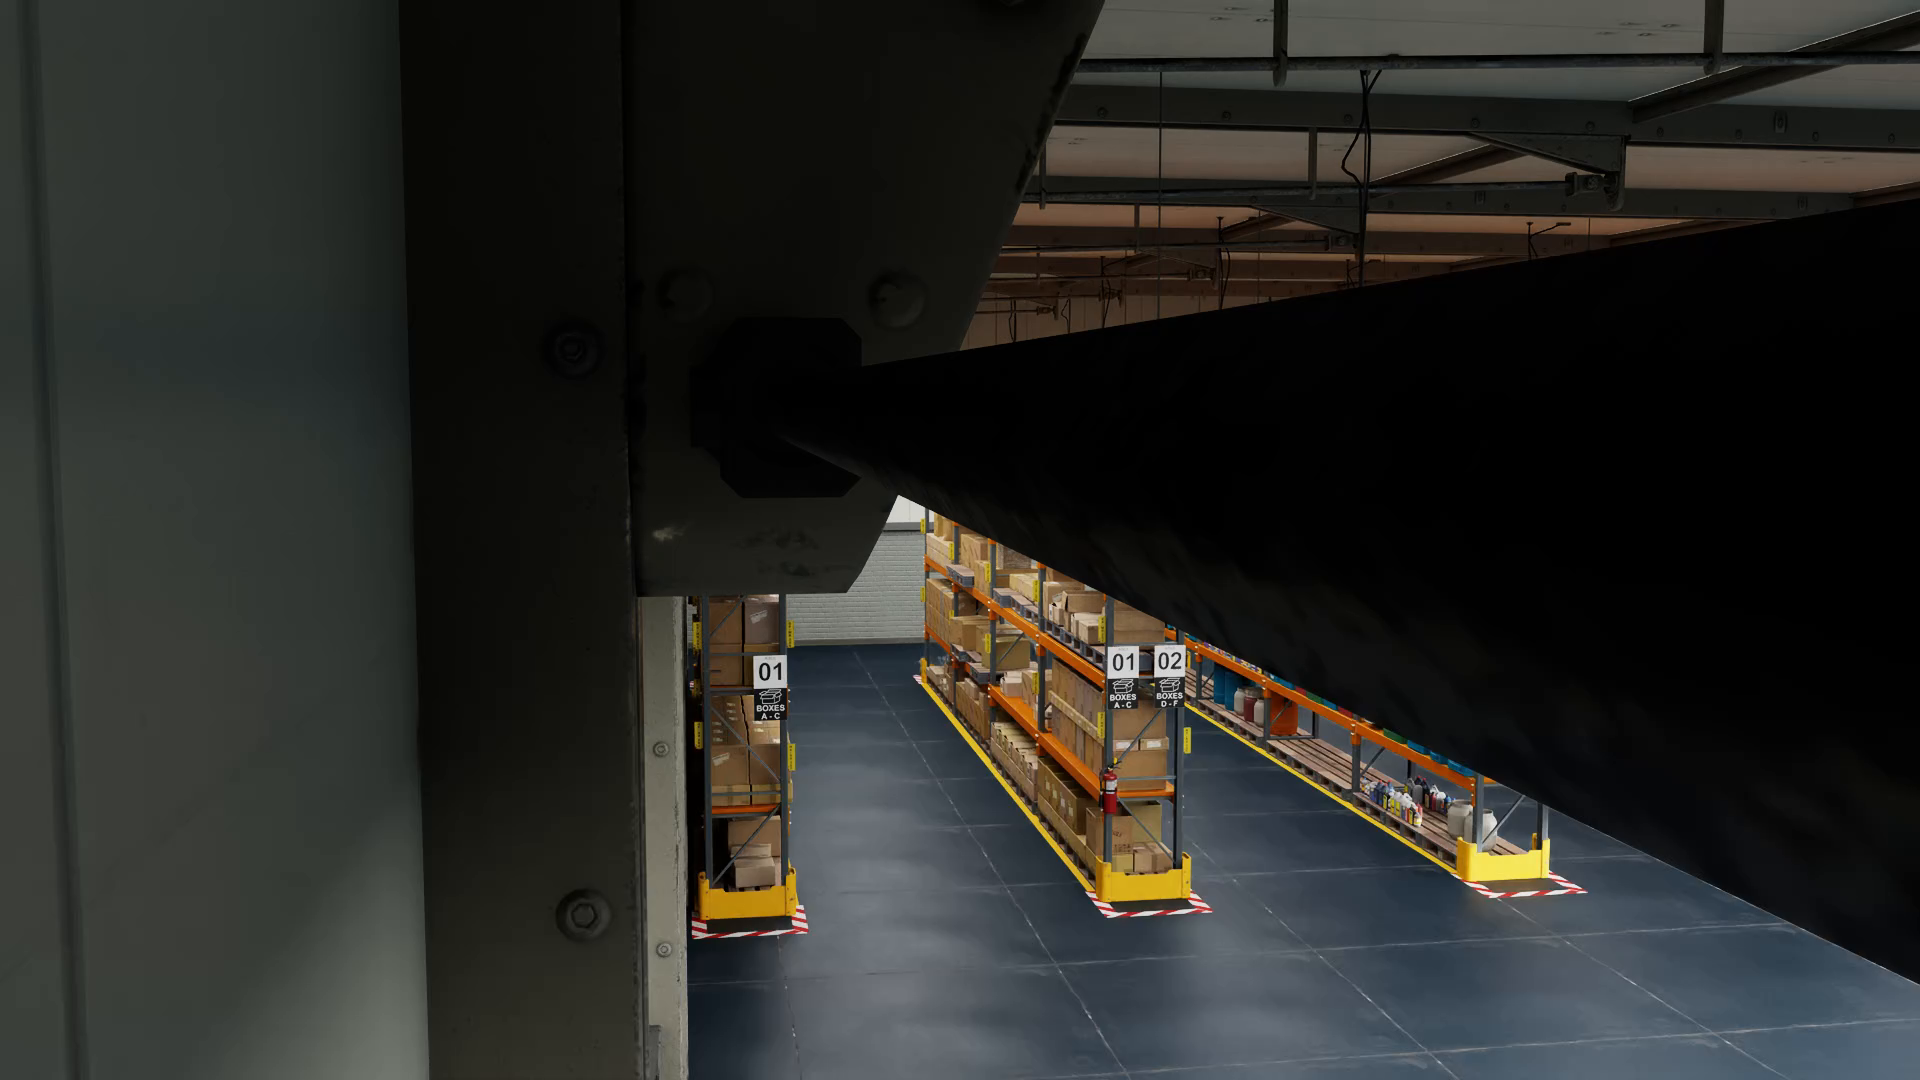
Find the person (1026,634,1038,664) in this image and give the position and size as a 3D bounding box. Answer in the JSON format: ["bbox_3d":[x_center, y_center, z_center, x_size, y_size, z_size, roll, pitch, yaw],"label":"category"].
[{"bbox_3d":[1.509,2.274,36.807,0.598,1.650,0.917,-3,6,-33],"label":"person"}]
